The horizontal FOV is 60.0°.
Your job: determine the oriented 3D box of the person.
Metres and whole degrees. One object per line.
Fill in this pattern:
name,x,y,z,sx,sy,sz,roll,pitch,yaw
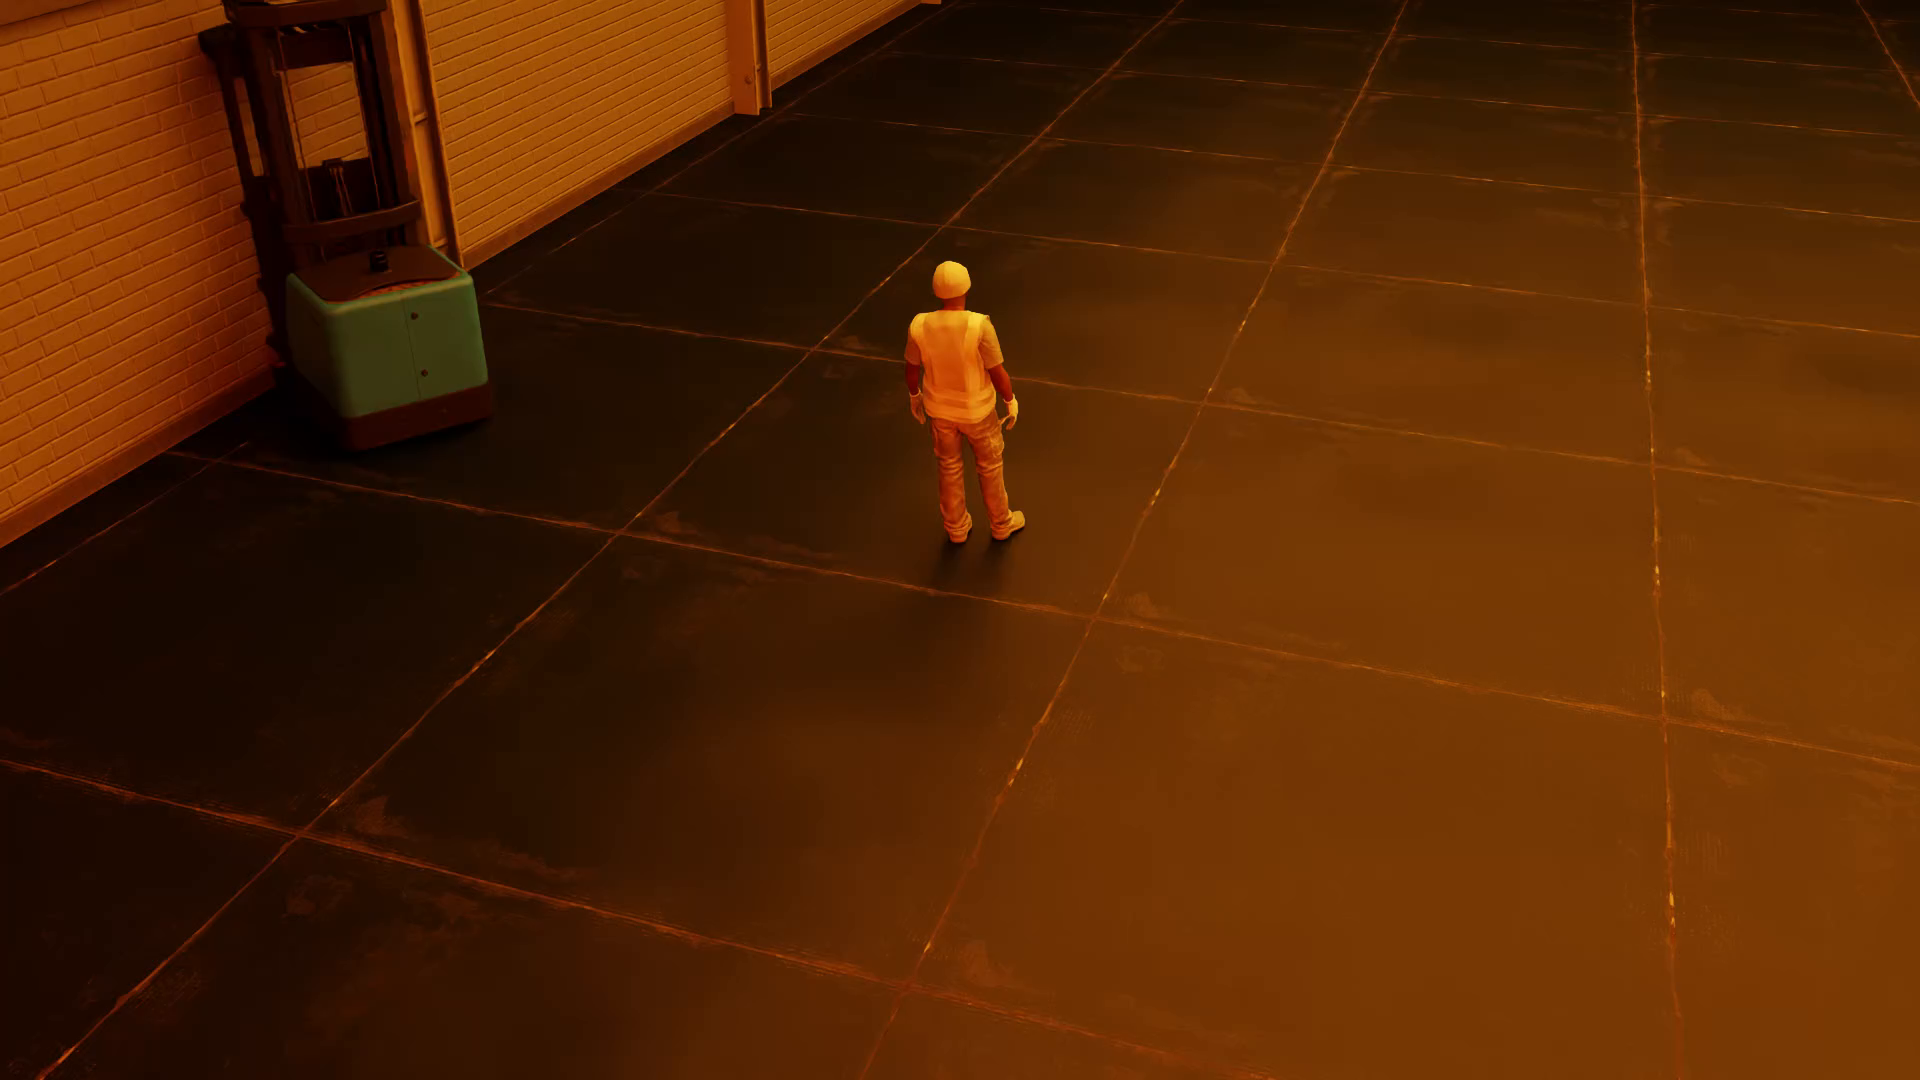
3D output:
person,0.032,-0.813,9.707,0.656,1.782,0.577,10,31,16

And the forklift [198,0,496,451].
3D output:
forklift,-4.487,-2.534,11.582,1.130,2.935,3.031,-20,35,-31
